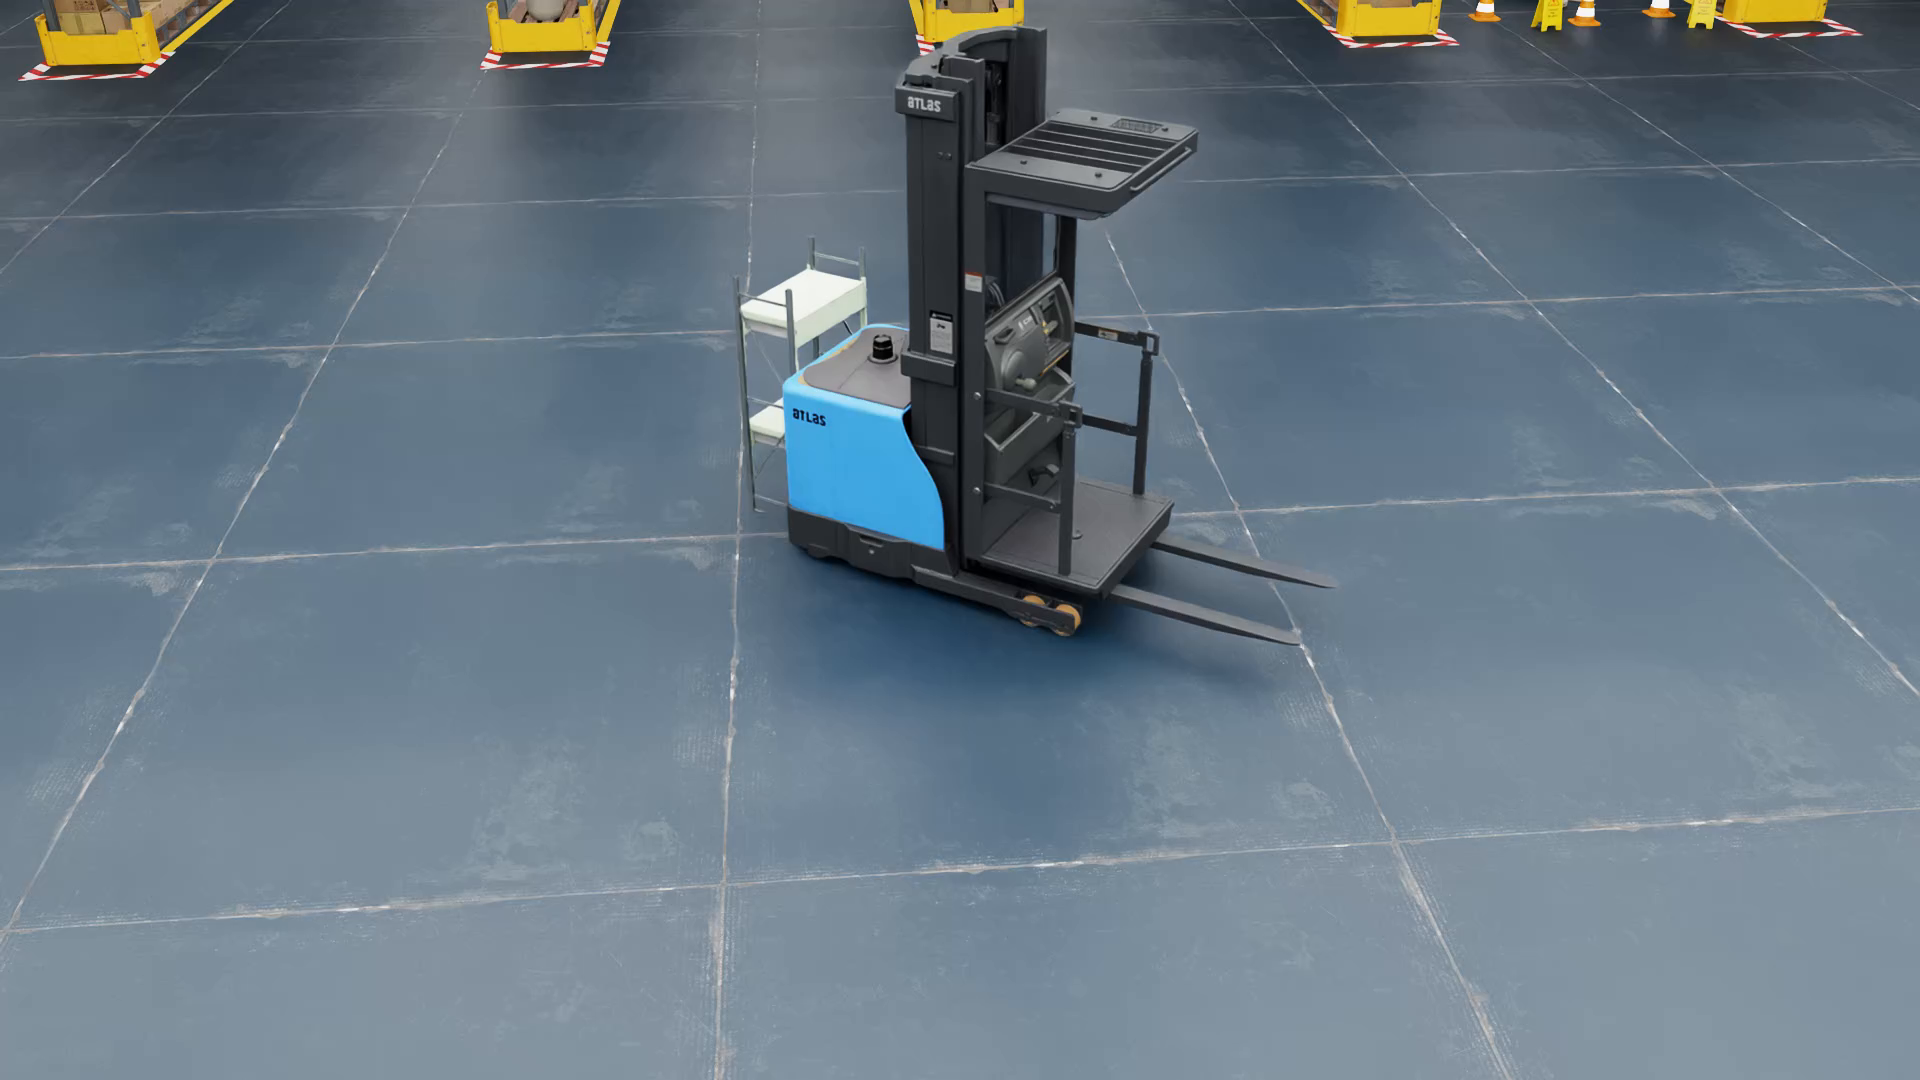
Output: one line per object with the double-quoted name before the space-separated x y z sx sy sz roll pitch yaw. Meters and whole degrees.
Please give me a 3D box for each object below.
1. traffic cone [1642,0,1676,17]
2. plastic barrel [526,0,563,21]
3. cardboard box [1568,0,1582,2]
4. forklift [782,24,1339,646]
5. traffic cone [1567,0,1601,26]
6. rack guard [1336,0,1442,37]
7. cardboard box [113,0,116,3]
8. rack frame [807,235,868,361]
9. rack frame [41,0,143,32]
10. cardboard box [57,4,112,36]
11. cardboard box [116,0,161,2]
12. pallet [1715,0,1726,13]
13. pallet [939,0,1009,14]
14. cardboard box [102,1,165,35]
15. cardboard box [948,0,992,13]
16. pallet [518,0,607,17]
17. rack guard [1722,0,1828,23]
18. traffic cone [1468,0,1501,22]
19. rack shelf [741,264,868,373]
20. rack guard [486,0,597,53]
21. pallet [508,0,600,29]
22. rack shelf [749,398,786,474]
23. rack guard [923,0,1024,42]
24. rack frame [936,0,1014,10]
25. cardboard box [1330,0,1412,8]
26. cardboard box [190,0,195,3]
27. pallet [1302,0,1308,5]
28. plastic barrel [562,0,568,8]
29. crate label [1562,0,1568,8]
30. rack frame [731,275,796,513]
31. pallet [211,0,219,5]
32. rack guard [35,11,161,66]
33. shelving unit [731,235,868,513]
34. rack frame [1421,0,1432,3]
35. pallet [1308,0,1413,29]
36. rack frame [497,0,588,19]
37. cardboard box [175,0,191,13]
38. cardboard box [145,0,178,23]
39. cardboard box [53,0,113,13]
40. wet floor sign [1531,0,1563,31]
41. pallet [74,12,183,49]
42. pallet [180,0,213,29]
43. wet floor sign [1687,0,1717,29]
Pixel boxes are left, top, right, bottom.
"traffic cone" 8.707 -6.752 20.604 0.336 0.463 0.334 -3 31 -5
"plastic barrel" -4.904 -6.416 19.583 0.421 0.512 0.421 0 31 0
"cardboard box" 7.898 -7.032 21.378 0.380 0.149 0.250 13 33 21
"forklift" 0.550 -1.057 8.661 3.031 2.935 1.130 16 34 24
"traffic cone" 7.634 -6.526 20.224 0.336 0.463 0.334 -3 31 -5
"rack guard" 5.115 -6.310 19.826 1.175 0.500 0.348 -3 31 -5
"cardboard box" -10.101 -6.250 19.561 0.500 0.250 0.500 -3 31 -5
"rack frame" -0.726 -1.103 10.133 0.400 1.500 0.023 17 35 26
"rack frame" -9.698 -6.736 18.103 1.000 3.000 0.127 -3 31 -5
"cardboard box" -10.043 -5.996 19.135 0.500 0.250 0.500 -3 31 -5
"cardboard box" -9.576 -6.598 19.411 0.500 0.500 0.500 -3 31 -5
"pallet" 9.984 -6.942 21.166 1.003 0.211 1.213 -3 31 -5
"pallet" 0.117 -6.467 20.371 1.003 0.211 1.213 -3 31 -5
"cardboard box" -9.527 -6.021 19.176 0.500 0.250 0.500 -3 31 -5
"cardboard box" 0.123 -6.636 19.962 0.500 0.500 0.500 3 31 5
"pallet" -5.002 -6.848 21.008 1.003 0.211 1.213 -3 31 -5
"rack guard" 10.025 -6.649 20.395 1.175 0.500 0.348 -3 31 -5
"traffic cone" 6.477 -6.645 20.424 0.336 0.463 0.334 -3 31 -5
"rack shelf" -0.913 -1.277 9.663 0.431 0.370 0.720 17 35 26
"rack guard" -4.820 -5.935 19.199 1.175 0.500 0.348 -3 31 -5
"pallet" -4.891 -6.226 19.968 1.003 0.211 1.213 -3 31 -5
"rack shelf" -0.911 -0.661 10.029 0.431 0.370 0.720 17 35 26
"rack guard" 0.158 -6.175 19.600 1.175 0.500 0.348 -3 31 -5
"rack frame" 0.165 -7.209 18.894 1.000 3.000 0.127 -3 31 -5
"cardboard box" 4.984 -7.006 20.217 0.875 0.875 0.875 -3 31 -4
"cardboard box" -9.665 -6.786 20.459 0.500 0.250 0.500 -3 31 -5
"pallet" 4.849 -7.224 21.638 1.003 0.211 1.213 -3 31 -5
"plastic barrel" -4.951 -6.672 20.012 0.421 0.512 0.421 0 31 0
"crate label" 7.499 -6.784 20.974 0.250 0.136 0.298 -20 36 -30
"rack frame" -1.098 -0.780 9.592 0.400 1.500 0.023 17 35 26
"pallet" -10.040 -7.173 21.554 1.003 0.211 1.213 -3 31 -5
"rack guard" -9.696 -5.651 18.723 1.175 0.500 0.348 -3 31 -5
"shelving unit" -0.912 -0.941 9.862 0.431 1.500 0.755 17 35 26
"rack frame" 5.113 -7.395 19.205 1.000 3.000 0.127 -3 31 -5
"pallet" 4.960 -6.602 20.598 1.003 0.211 1.213 -3 31 -5
"rack frame" -4.766 -6.972 18.497 1.000 3.000 0.127 -3 31 -5
"cardboard box" -9.624 -6.531 20.031 0.500 0.250 0.500 -3 31 -5
"cardboard box" -9.577 -6.276 19.603 0.500 0.250 0.500 -3 31 -5
"cardboard box" -10.045 -6.318 18.942 0.500 0.500 0.500 -3 31 -5
"wet floor sign" 7.087 -6.464 19.943 0.267 0.644 0.232 -8 32 -13
"pallet" -9.812 -5.928 19.468 1.003 0.211 1.213 -3 31 -5
"pallet" -9.922 -6.549 20.508 1.003 0.211 1.213 -3 31 -5
"wet floor sign" 8.984 -6.525 20.044 0.267 0.644 0.232 8 32 13
